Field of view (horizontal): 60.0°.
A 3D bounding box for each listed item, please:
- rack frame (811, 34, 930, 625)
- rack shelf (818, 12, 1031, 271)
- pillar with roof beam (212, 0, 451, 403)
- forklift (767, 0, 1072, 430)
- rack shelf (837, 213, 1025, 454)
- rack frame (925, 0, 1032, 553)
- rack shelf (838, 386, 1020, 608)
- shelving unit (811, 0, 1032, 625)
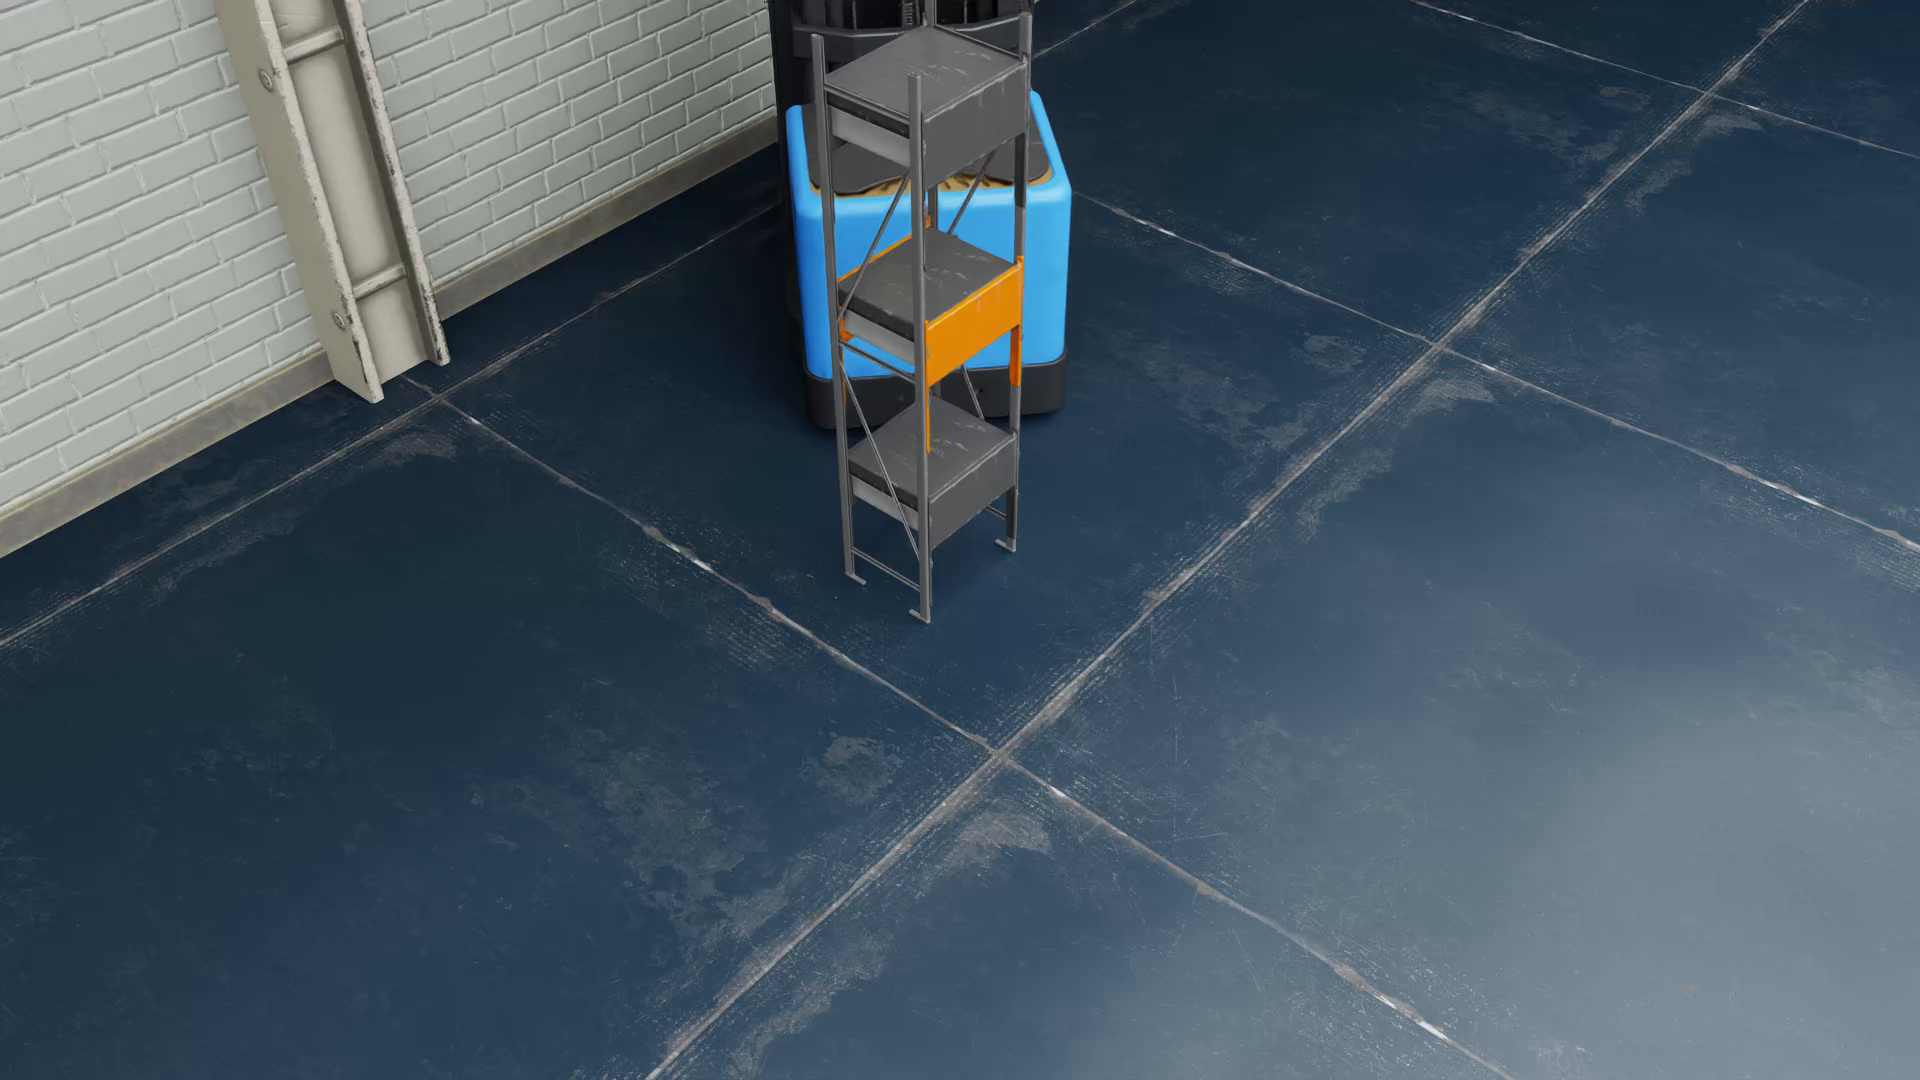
[{"bbox_3d":[-0.264,-0.566,5.312,0.400,2.100,0.015,29,50,28],"label":"rack frame"},{"bbox_3d":[-0.107,-1.199,4.988,0.431,0.518,0.480,29,50,28],"label":"rack shelf"},{"bbox_3d":[0.882,-2.196,1.976,9.100,9.000,0.400,29,50,28],"label":"pillar with roof beam"},{"bbox_3d":[-0.271,-2.517,6.840,1.130,2.935,3.031,-5,43,-5],"label":"forklift"},{"bbox_3d":[-0.107,-0.682,5.459,0.431,0.518,0.480,29,50,28],"label":"rack shelf"},{"bbox_3d":[0.050,-0.817,5.588,0.400,2.100,0.015,29,50,28],"label":"rack frame"},{"bbox_3d":[-0.107,-0.164,5.930,0.431,0.518,0.480,29,50,28],"label":"rack shelf"},{"bbox_3d":[-0.107,-0.692,5.450,0.431,2.100,0.503,29,50,28],"label":"shelving unit"}]
